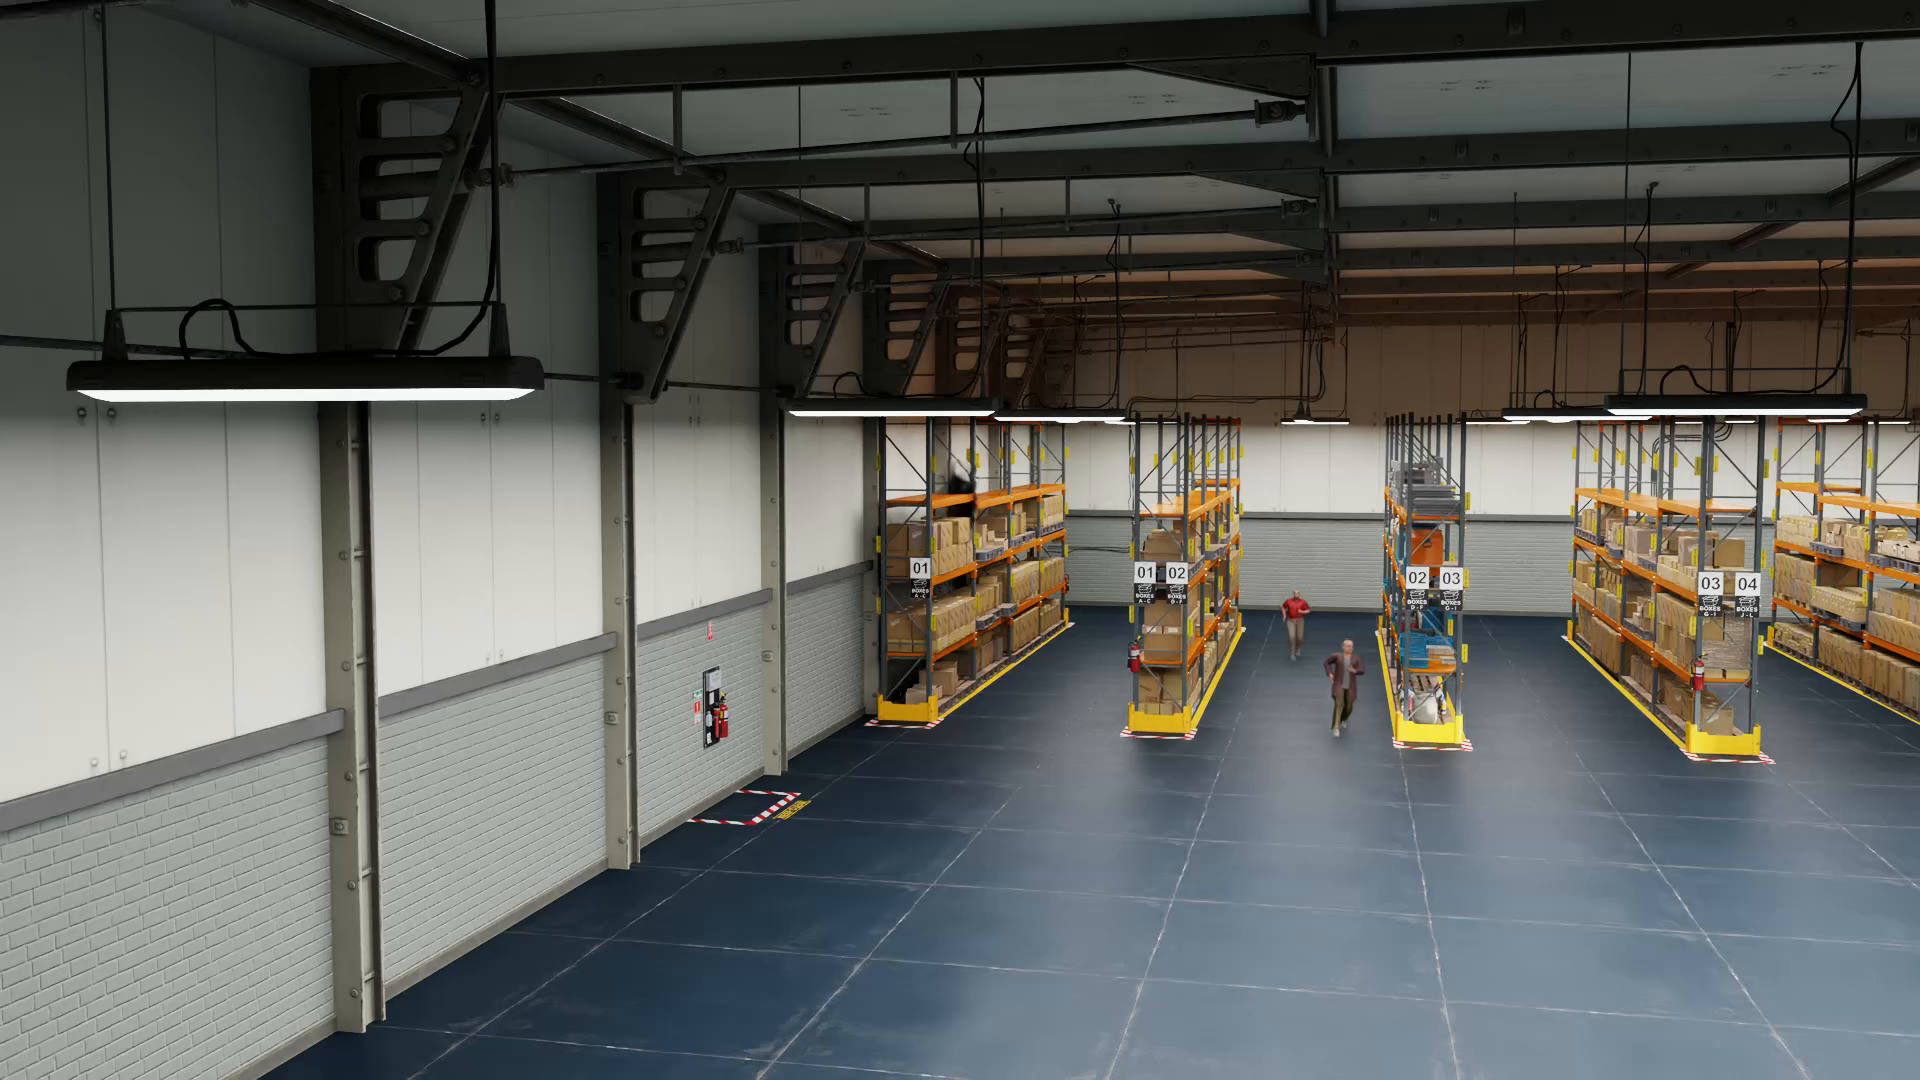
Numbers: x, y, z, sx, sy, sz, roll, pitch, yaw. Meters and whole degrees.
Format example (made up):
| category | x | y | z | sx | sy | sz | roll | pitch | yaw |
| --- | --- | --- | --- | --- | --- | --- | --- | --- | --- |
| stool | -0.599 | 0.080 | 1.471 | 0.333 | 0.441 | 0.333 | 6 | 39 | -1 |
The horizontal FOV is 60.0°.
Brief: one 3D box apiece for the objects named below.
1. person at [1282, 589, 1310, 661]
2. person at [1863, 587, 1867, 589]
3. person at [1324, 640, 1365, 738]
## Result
| category | x | y | z | sx | sy | sz | roll | pitch | yaw |
| --- | --- | --- | --- | --- | --- | --- | --- | --- | --- |
| person | 8.279 | 2.068 | 40.983 | 0.659 | 1.724 | 0.962 | 0 | 4 | 7 |
| person | 23.355 | 1.996 | 42.916 | 0.648 | 1.680 | 0.817 | 1 | 4 | 16 |
| person | 7.190 | 2.738 | 31.009 | 0.718 | 1.750 | 1.036 | 0 | 4 | -1 |
